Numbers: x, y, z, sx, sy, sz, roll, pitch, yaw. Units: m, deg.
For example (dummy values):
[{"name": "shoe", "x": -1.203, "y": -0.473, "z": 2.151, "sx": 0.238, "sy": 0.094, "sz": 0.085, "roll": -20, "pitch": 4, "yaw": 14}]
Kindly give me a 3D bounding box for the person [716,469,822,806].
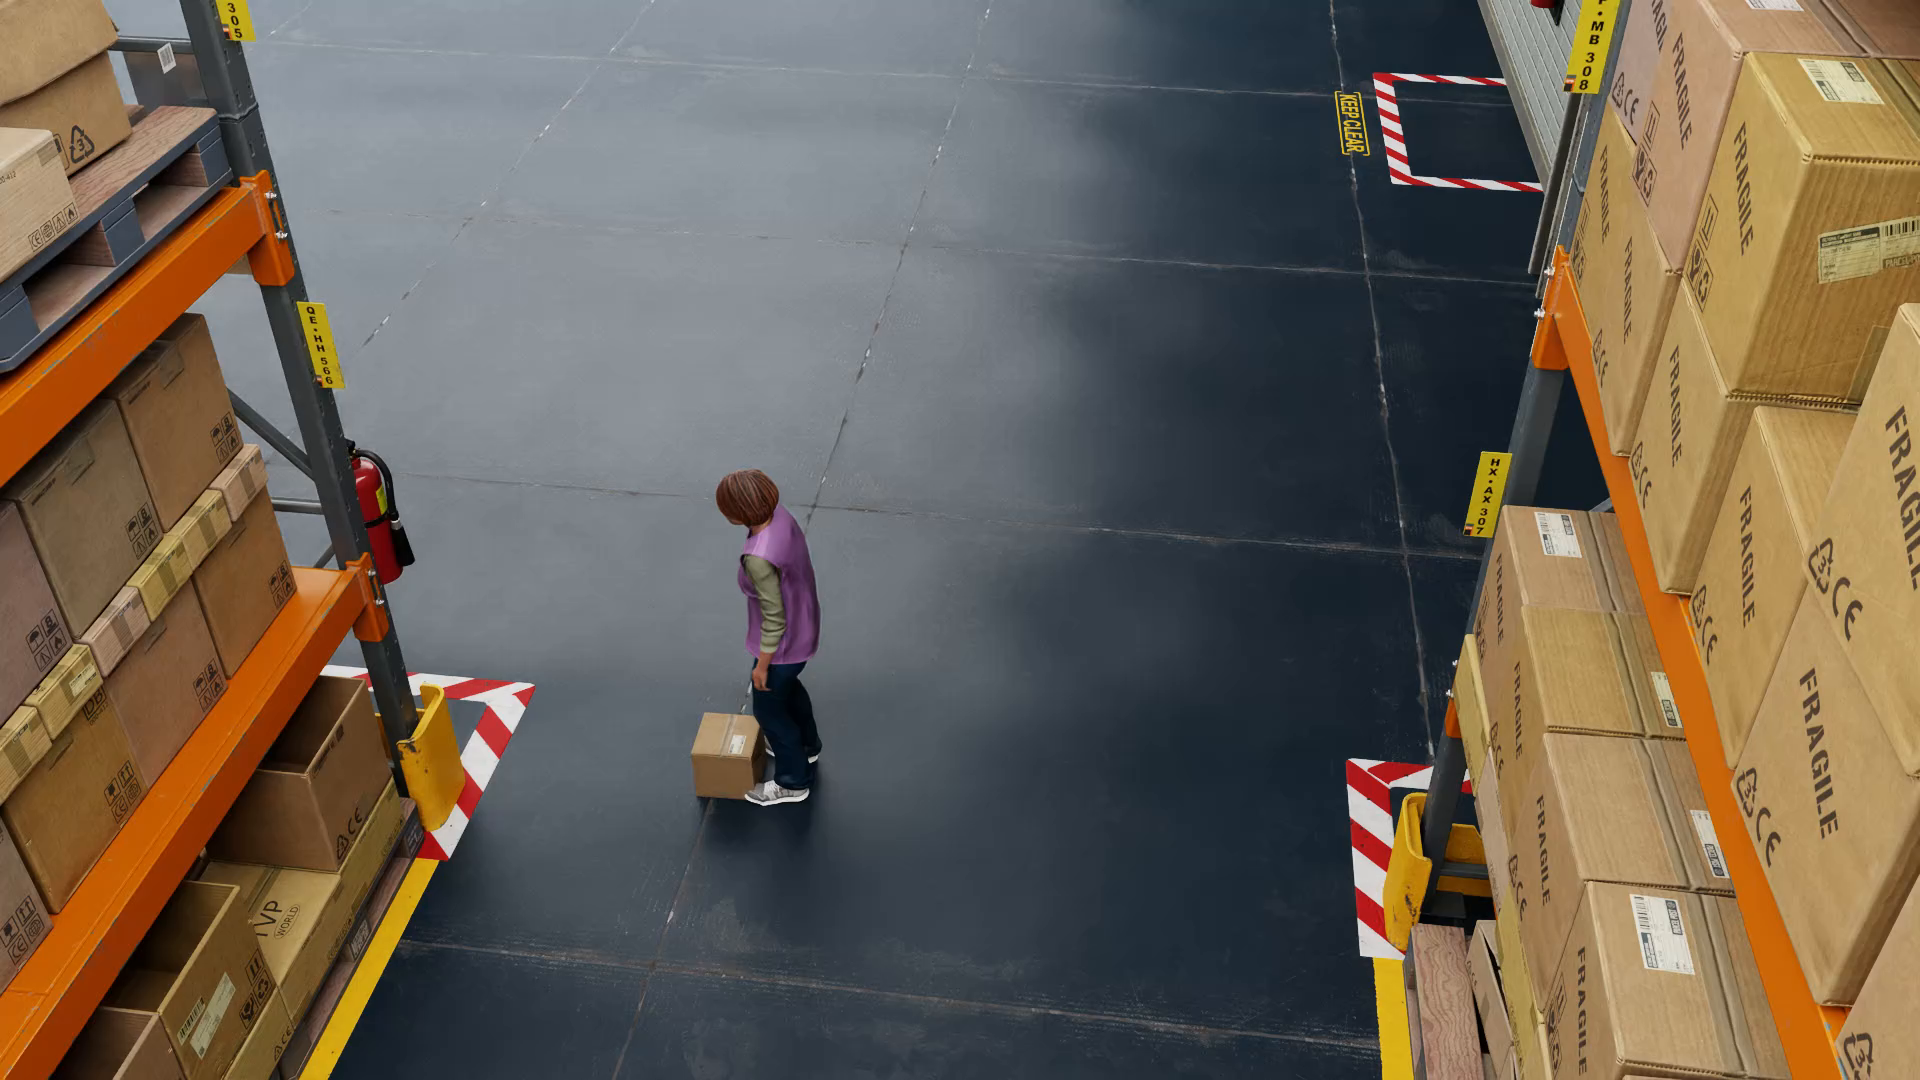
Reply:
[{"name": "person", "x": -0.720, "y": 0.381, "z": 6.533, "sx": 0.342, "sy": 1.593, "sz": 0.485, "roll": 3, "pitch": 37, "yaw": 3}]
